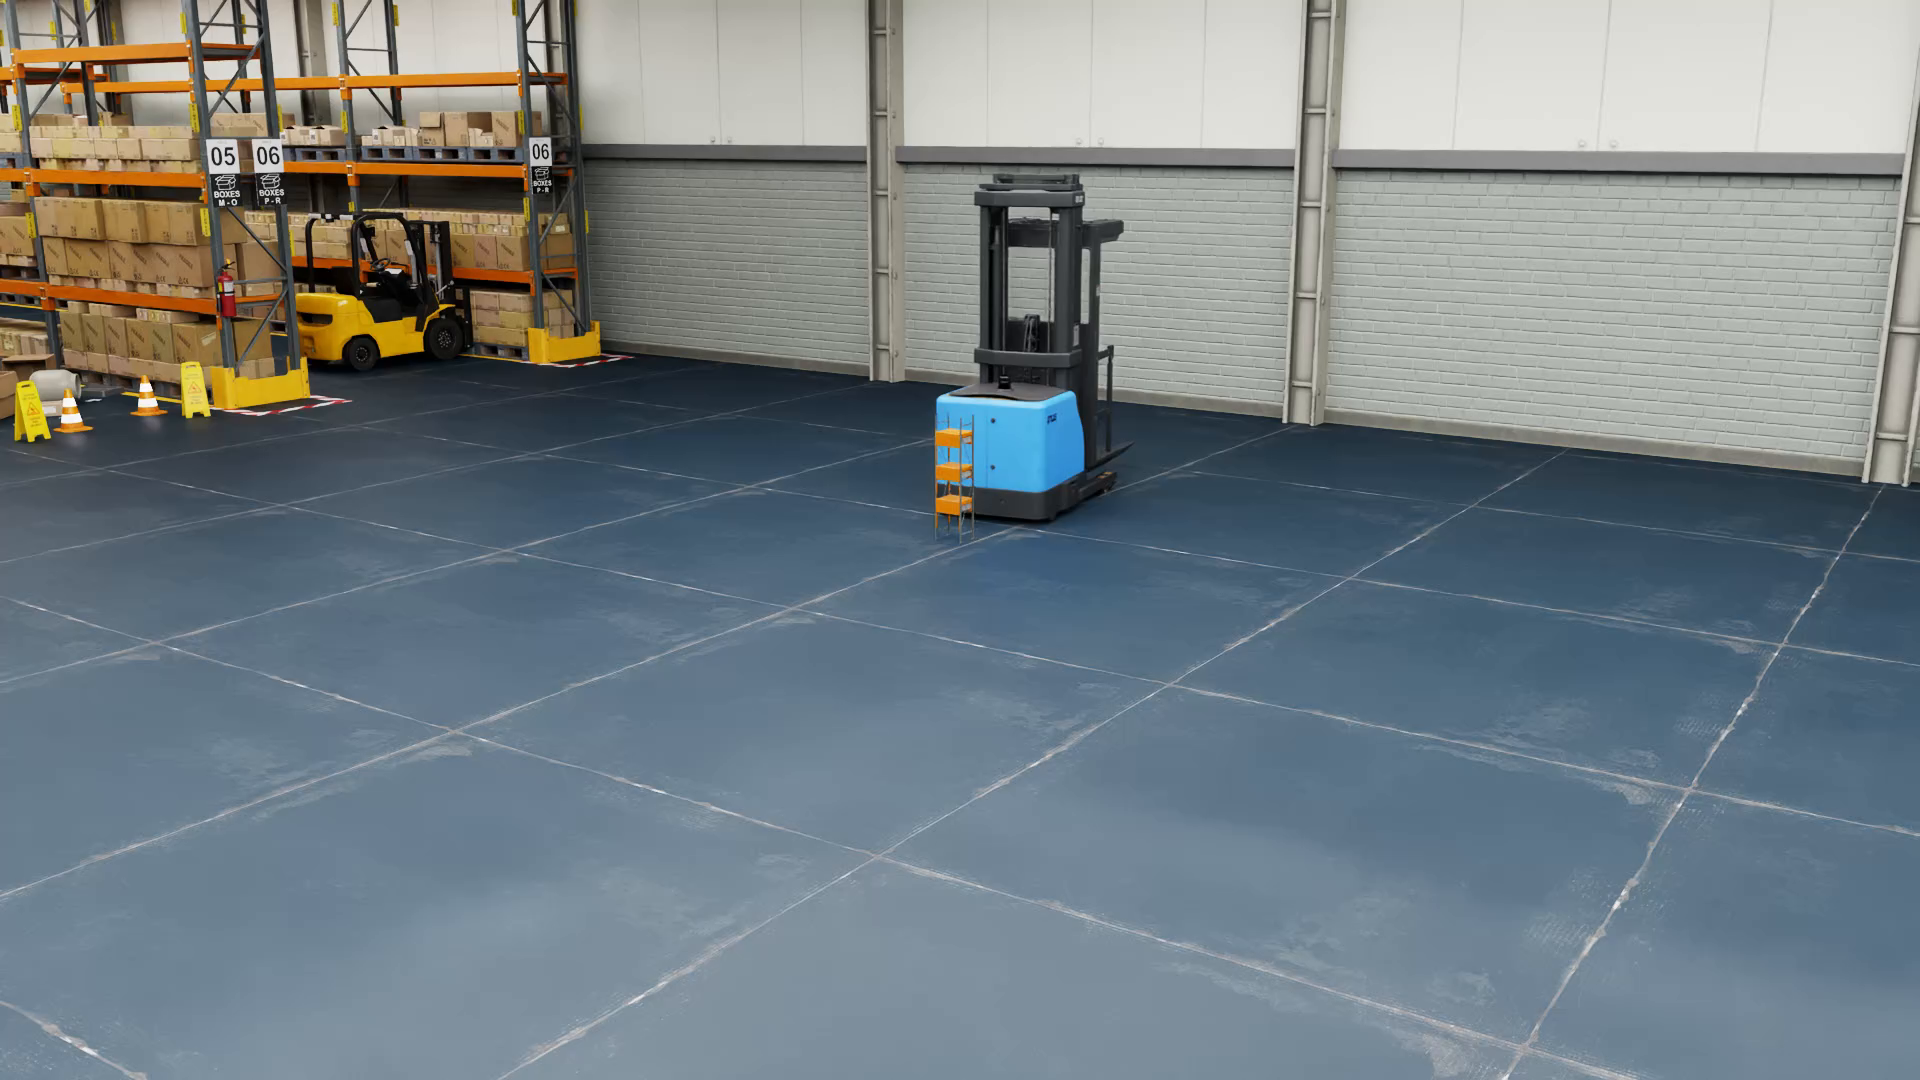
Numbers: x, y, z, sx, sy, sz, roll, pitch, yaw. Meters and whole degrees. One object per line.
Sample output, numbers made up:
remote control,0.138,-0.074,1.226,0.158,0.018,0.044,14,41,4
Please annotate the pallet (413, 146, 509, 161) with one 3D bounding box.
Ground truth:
pallet,-7.474,-5.840,25.113,1.213,0.211,1.003,9,17,33

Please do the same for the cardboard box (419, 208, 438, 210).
cardboard box,-8.358,-5.150,26.208,0.250,0.149,0.380,9,17,32

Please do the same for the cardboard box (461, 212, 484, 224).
cardboard box,-7.197,-4.795,24.772,0.250,0.149,0.380,10,17,34

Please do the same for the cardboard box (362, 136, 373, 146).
cardboard box,-9.001,-6.165,25.685,0.250,0.149,0.380,10,17,34

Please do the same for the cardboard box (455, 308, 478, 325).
cardboard box,-7.314,-3.412,25.173,0.500,0.250,0.500,9,16,32

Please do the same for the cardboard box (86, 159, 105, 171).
cardboard box,-10.829,-4.762,21.099,0.250,0.149,0.380,9,16,32

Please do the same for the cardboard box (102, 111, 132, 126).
cardboard box,-15.312,-7.648,30.194,0.258,0.266,0.396,9,17,33

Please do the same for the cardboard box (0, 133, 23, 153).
cardboard box,-12.537,-5.346,22.372,0.500,0.250,0.500,9,16,32

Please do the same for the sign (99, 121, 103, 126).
sign,-11.675,-5.526,22.584,0.005,0.325,0.100,9,17,33

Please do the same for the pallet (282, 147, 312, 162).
pallet,-10.981,-6.378,27.495,1.213,0.211,1.003,10,17,35

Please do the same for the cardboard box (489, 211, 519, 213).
cardboard box,-6.899,-4.899,25.196,0.250,0.149,0.380,10,17,35

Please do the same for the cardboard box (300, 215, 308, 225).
cardboard box,-10.484,-5.195,27.010,0.250,0.149,0.380,9,16,31

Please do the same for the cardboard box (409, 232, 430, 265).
cardboard box,-8.119,-4.502,25.560,0.500,0.500,0.500,9,17,32

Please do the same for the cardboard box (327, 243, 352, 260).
cardboard box,-9.768,-4.642,26.646,0.500,0.250,0.500,10,17,34

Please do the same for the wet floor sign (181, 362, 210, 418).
wet floor sign,-9.092,-1.791,19.716,0.267,0.644,0.232,-10,17,-35

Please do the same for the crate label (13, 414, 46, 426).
crate label,-10.753,-1.410,19.234,0.298,0.136,0.250,1,14,4

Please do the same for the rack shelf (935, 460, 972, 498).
rack shelf,-0.044,-0.507,13.729,0.240,0.259,0.215,9,17,33

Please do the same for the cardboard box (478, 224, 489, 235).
cardboard box,-6.938,-4.628,24.718,0.250,0.149,0.380,9,17,32

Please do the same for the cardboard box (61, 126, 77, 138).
cardboard box,-11.243,-5.216,21.274,0.250,0.149,0.380,9,17,32

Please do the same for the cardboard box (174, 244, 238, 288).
cardboard box,-9.256,-3.384,20.423,0.500,0.500,0.500,9,16,32

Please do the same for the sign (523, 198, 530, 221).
sign,-6.199,-4.734,23.801,0.005,0.325,0.100,9,17,33

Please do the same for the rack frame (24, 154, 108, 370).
rack frame,-11.971,-3.709,22.565,0.127,3.000,1.000,9,17,33

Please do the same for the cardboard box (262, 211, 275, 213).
cardboard box,-11.680,-5.536,28.388,0.250,0.149,0.380,9,17,33

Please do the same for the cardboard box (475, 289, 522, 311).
cardboard box,-6.868,-3.584,24.828,0.500,0.250,0.500,10,17,34

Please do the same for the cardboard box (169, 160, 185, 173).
cardboard box,-9.329,-4.526,20.144,0.250,0.149,0.380,9,17,33

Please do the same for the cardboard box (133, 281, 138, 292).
cardboard box,-10.339,-3.267,21.303,0.250,0.149,0.380,9,17,33

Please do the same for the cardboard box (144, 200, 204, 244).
cardboard box,-9.614,-3.946,20.611,0.500,0.500,0.700,9,17,33

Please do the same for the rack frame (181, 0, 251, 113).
rack frame,-12.523,-8.148,28.011,0.127,3.000,1.000,9,17,33

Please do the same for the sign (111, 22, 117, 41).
sign,-15.537,-9.326,30.497,0.005,0.325,0.100,9,17,33

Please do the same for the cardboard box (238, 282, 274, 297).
cardboard box,-8.818,-3.138,20.779,0.250,0.149,0.380,9,17,33

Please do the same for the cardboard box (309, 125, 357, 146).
cardboard box,-9.941,-6.413,26.349,0.500,0.311,0.500,9,16,31

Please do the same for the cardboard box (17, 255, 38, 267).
cardboard box,-12.552,-3.805,22.601,0.250,0.149,0.380,9,17,34

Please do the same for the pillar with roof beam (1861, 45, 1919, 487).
pillar with roof beam,6.574,-4.076,11.562,0.400,9.000,9.100,9,17,33

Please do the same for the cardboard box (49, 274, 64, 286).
cardboard box,-11.889,-3.481,22.166,0.250,0.149,0.380,9,17,33

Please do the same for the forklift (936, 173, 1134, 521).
forklift,0.841,-1.900,15.397,1.130,2.935,3.031,6,15,23

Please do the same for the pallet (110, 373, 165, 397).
pallet,-10.378,-2.109,21.905,1.213,0.211,1.003,9,17,33

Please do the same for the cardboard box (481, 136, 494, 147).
cardboard box,-6.742,-5.800,24.210,0.250,0.149,0.380,9,16,31

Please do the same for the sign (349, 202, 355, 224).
sign,-9.499,-5.114,25.993,0.005,0.325,0.100,9,17,33

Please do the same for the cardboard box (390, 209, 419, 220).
cardboard box,-8.621,-5.056,25.828,0.250,0.149,0.380,9,16,32

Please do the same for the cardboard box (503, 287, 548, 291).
cardboard box,-6.595,-3.686,25.239,0.500,0.250,0.500,9,17,33

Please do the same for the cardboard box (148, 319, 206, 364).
cardboard box,-9.897,-2.531,21.092,0.500,0.500,0.500,10,17,35

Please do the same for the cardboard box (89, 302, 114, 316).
cardboard box,-11.135,-3.027,21.747,0.250,0.149,0.380,10,17,35

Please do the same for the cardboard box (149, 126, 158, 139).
cardboard box,-9.694,-4.998,20.391,0.250,0.149,0.380,9,17,33

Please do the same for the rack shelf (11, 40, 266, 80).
rack shelf,-10.312,-6.002,20.848,4.000,0.370,1.077,9,17,33

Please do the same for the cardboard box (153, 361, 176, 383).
cardboard box,-9.898,-2.168,21.186,0.500,0.250,0.500,9,17,33

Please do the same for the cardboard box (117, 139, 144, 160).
cardboard box,-10.077,-4.852,20.631,0.500,0.250,0.500,10,17,34

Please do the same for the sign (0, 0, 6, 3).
sign,-12.276,-7.040,21.263,0.005,0.325,0.100,9,17,33

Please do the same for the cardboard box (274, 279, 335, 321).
cardboard box,-10.908,-4.024,27.906,0.625,0.625,0.875,8,16,31

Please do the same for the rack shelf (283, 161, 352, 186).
rack shelf,-10.864,-6.075,27.375,4.000,0.370,1.077,9,17,33

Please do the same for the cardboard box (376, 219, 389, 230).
cardboard box,-8.871,-4.933,25.952,0.250,0.149,0.380,10,17,34

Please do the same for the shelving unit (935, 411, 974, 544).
shelving unit,-0.044,-0.517,13.726,0.252,1.050,0.215,9,17,33
